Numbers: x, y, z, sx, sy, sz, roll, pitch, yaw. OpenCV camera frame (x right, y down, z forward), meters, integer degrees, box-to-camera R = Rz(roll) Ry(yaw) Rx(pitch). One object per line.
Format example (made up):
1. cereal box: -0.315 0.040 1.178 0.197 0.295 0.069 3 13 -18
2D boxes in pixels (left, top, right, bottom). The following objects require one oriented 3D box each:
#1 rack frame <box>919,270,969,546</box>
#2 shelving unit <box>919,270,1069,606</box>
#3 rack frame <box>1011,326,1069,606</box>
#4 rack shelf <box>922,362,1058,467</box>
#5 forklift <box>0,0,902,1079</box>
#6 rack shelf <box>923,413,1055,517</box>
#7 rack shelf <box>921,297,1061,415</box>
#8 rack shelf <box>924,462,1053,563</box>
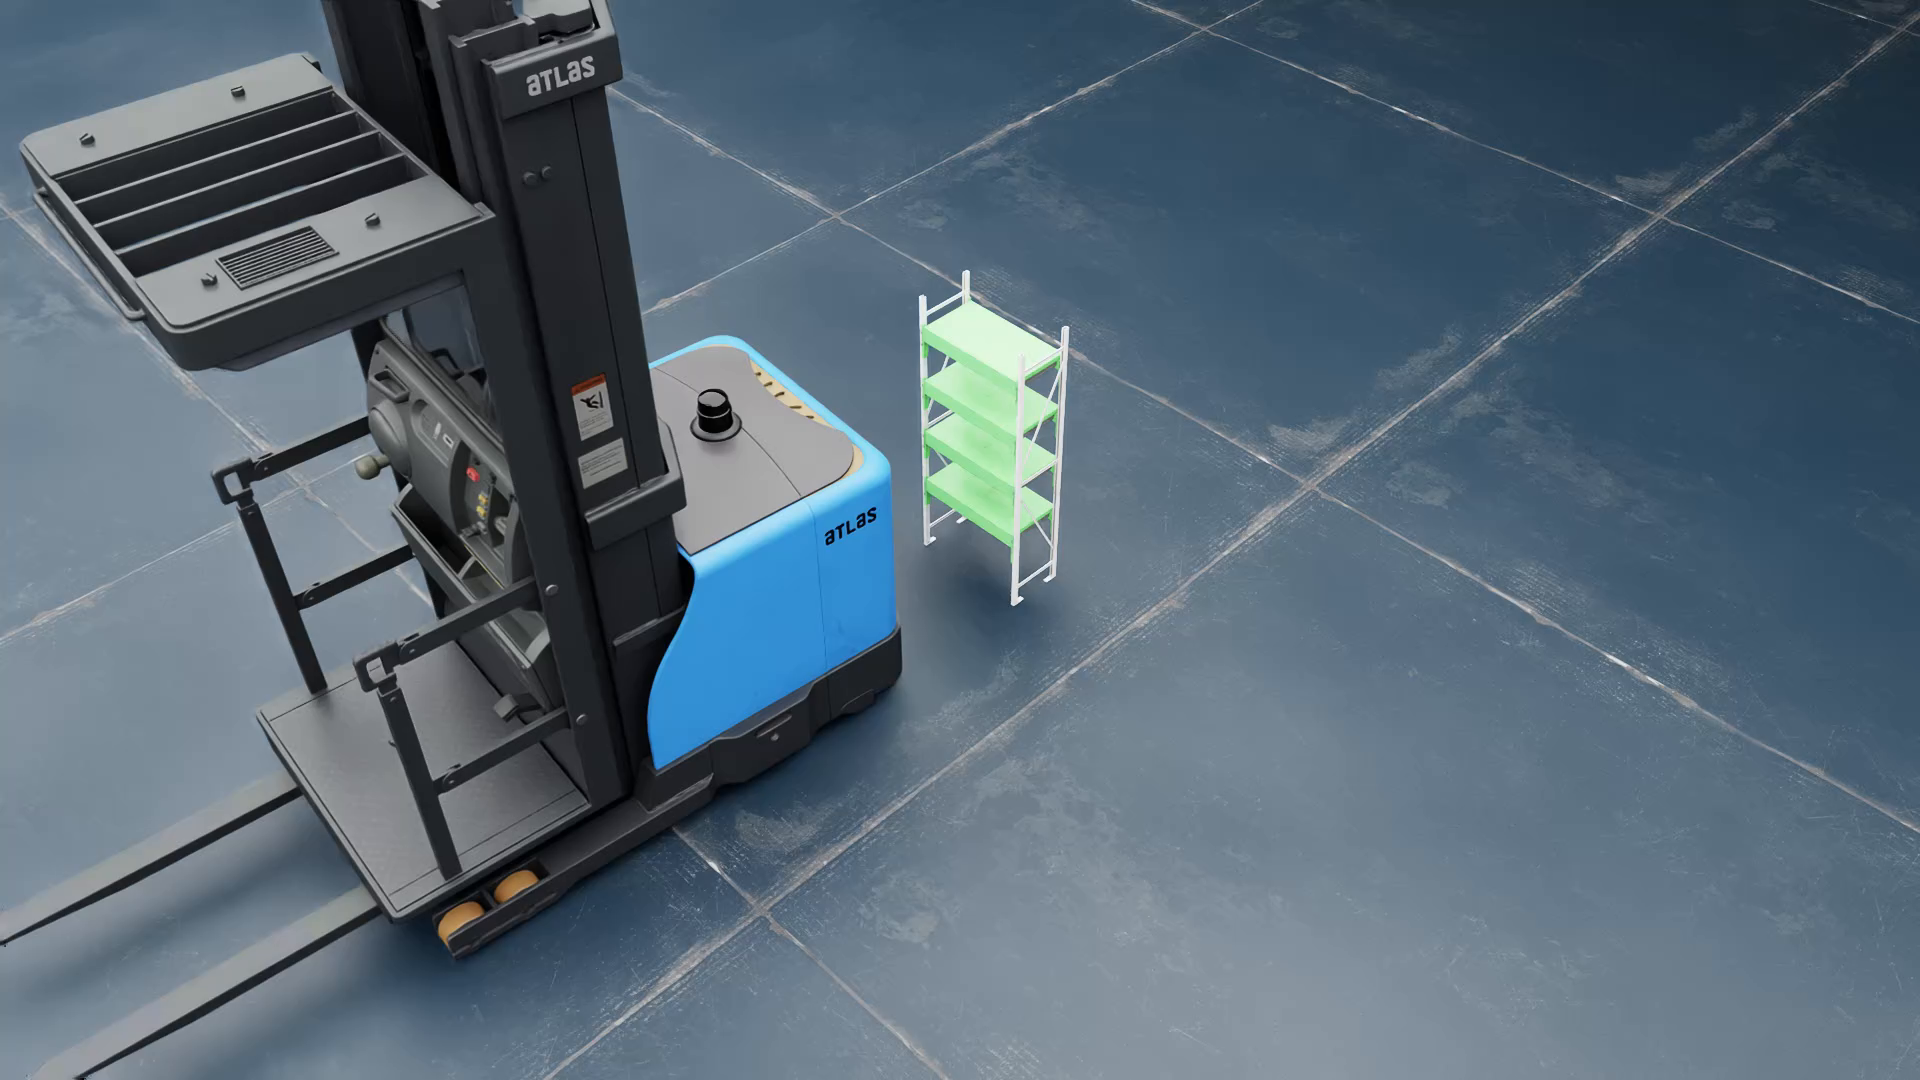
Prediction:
1. rack frame: -0.055 -0.478 6.384 0.240 1.200 0.015 -34 53 -31
2. shelving unit: 0.117 -0.361 6.257 0.258 1.200 0.503 -34 53 -31
3. rack frame: 0.289 -0.244 6.130 0.240 1.200 0.015 -34 53 -31
4. rack shelf: 0.117 -0.490 6.137 0.258 0.148 0.480 -34 53 -31
5. forklift: -1.672 -0.162 4.766 3.031 2.935 1.130 -29 50 -28
6. rack shelf: 0.117 -0.314 6.300 0.258 0.148 0.480 -34 53 -31
7. rack shelf: 0.117 -0.667 5.974 0.258 0.148 0.480 -34 53 -31
8. rack shelf: 0.117 -0.138 6.463 0.258 0.148 0.480 -34 53 -31
